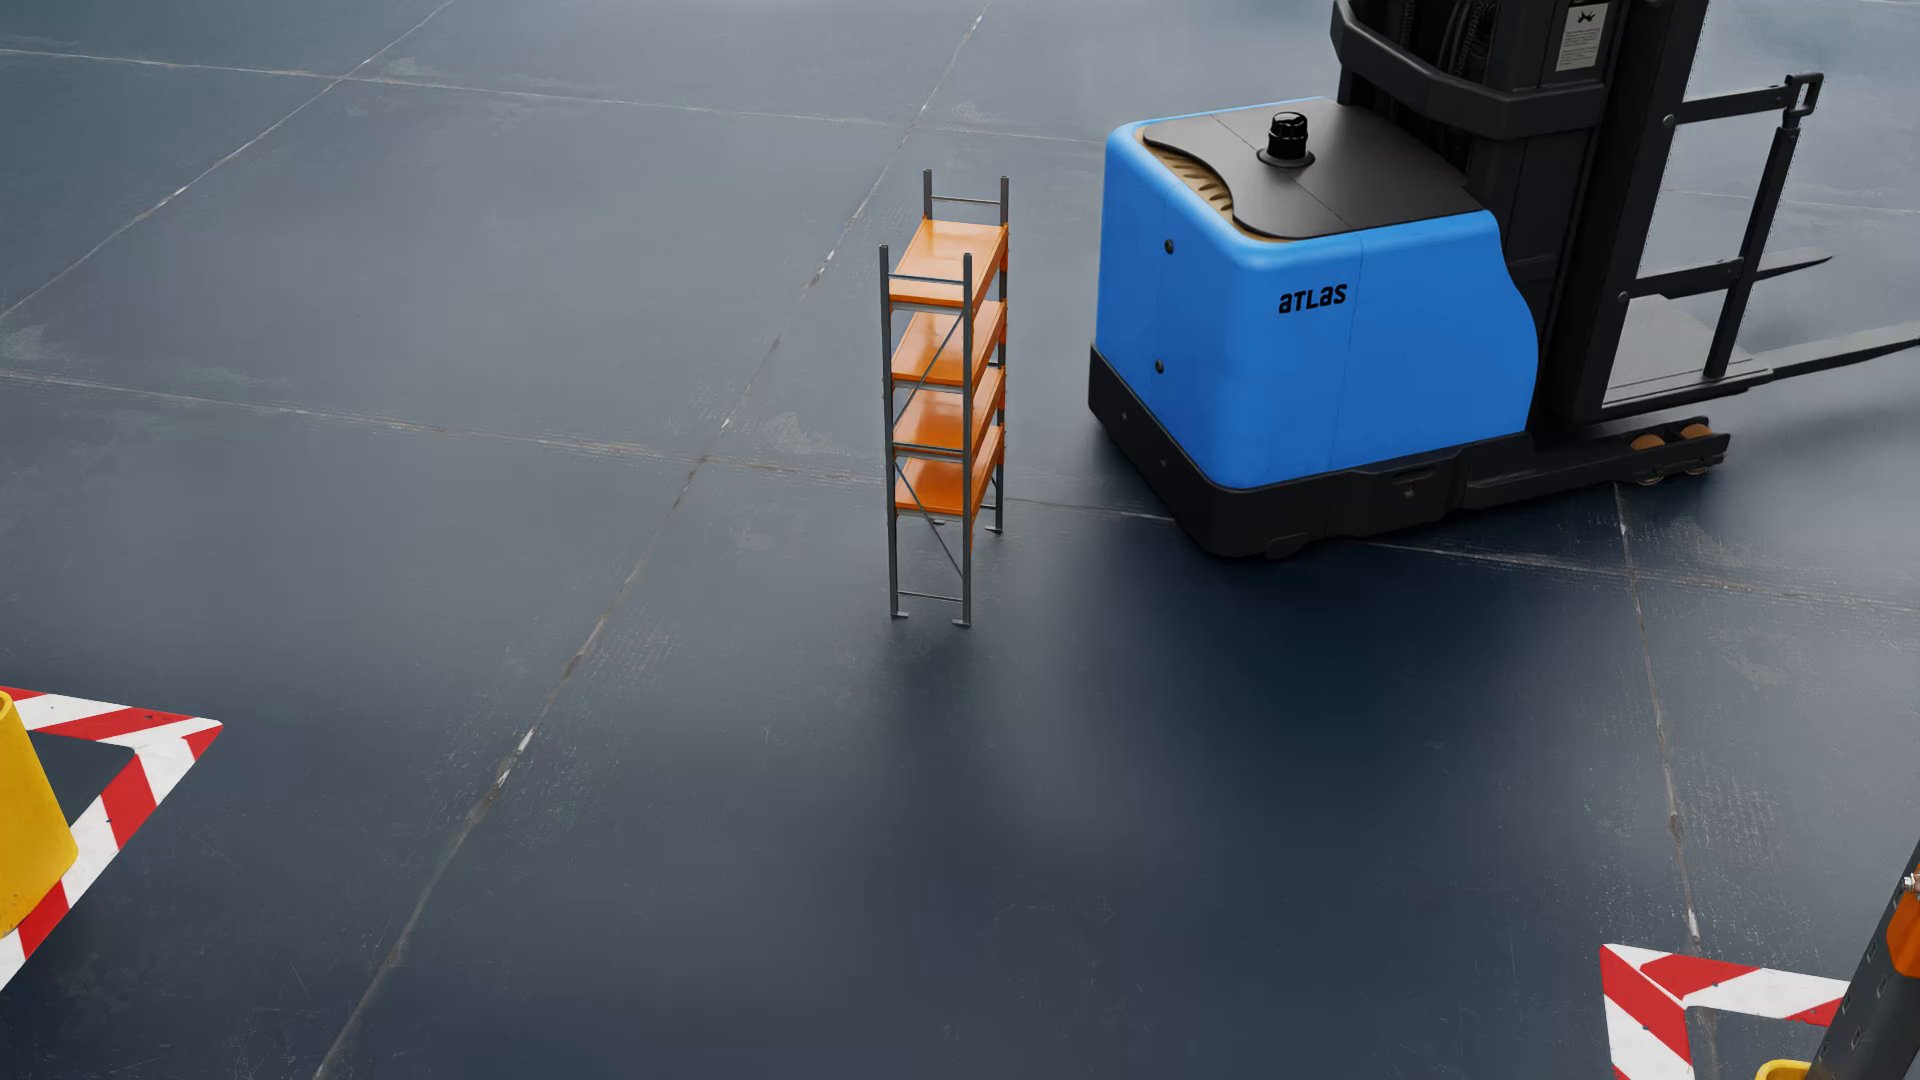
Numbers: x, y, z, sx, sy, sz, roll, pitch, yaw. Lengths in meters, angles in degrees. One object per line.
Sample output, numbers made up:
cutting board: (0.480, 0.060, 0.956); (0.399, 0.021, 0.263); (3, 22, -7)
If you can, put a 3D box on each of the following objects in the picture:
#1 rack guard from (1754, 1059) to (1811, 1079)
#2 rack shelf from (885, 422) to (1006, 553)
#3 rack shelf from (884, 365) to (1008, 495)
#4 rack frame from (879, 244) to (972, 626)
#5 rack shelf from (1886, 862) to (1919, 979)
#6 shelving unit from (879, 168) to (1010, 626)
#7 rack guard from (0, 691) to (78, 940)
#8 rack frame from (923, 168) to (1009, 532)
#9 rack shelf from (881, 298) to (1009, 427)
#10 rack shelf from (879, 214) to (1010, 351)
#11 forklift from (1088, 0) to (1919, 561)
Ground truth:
rack guard: (2.001, 1.327, 2.993); (1.175, 0.500, 0.348); (7, 37, 10)
rack shelf: (-0.035, -0.176, 4.923); (0.258, 0.148, 0.480); (7, 37, 10)
rack shelf: (-0.035, -0.336, 4.806); (0.258, 0.148, 0.480); (7, 37, 10)
rack frame: (-0.087, -0.251, 4.574); (0.240, 1.200, 0.015); (7, 37, 10)
rack shelf: (1.590, 1.709, 0.949); (1.077, 0.370, 4.000); (7, 37, 10)
shelving unit: (-0.035, -0.391, 4.767); (0.258, 1.200, 0.503); (7, 37, 10)
rack guard: (-2.801, 0.590, 4.010); (1.175, 0.500, 0.348); (7, 37, 10)
rack frame: (0.017, -0.531, 4.960); (0.240, 1.200, 0.015); (7, 37, 10)
rack shelf: (-0.035, -0.518, 4.675); (0.258, 0.148, 0.480); (7, 37, 10)
rack shelf: (-0.035, -0.709, 4.536); (0.258, 0.148, 0.480); (7, 37, 10)
forklift: (2.017, -1.647, 5.024); (3.031, 2.935, 1.130); (-12, 38, -16)
